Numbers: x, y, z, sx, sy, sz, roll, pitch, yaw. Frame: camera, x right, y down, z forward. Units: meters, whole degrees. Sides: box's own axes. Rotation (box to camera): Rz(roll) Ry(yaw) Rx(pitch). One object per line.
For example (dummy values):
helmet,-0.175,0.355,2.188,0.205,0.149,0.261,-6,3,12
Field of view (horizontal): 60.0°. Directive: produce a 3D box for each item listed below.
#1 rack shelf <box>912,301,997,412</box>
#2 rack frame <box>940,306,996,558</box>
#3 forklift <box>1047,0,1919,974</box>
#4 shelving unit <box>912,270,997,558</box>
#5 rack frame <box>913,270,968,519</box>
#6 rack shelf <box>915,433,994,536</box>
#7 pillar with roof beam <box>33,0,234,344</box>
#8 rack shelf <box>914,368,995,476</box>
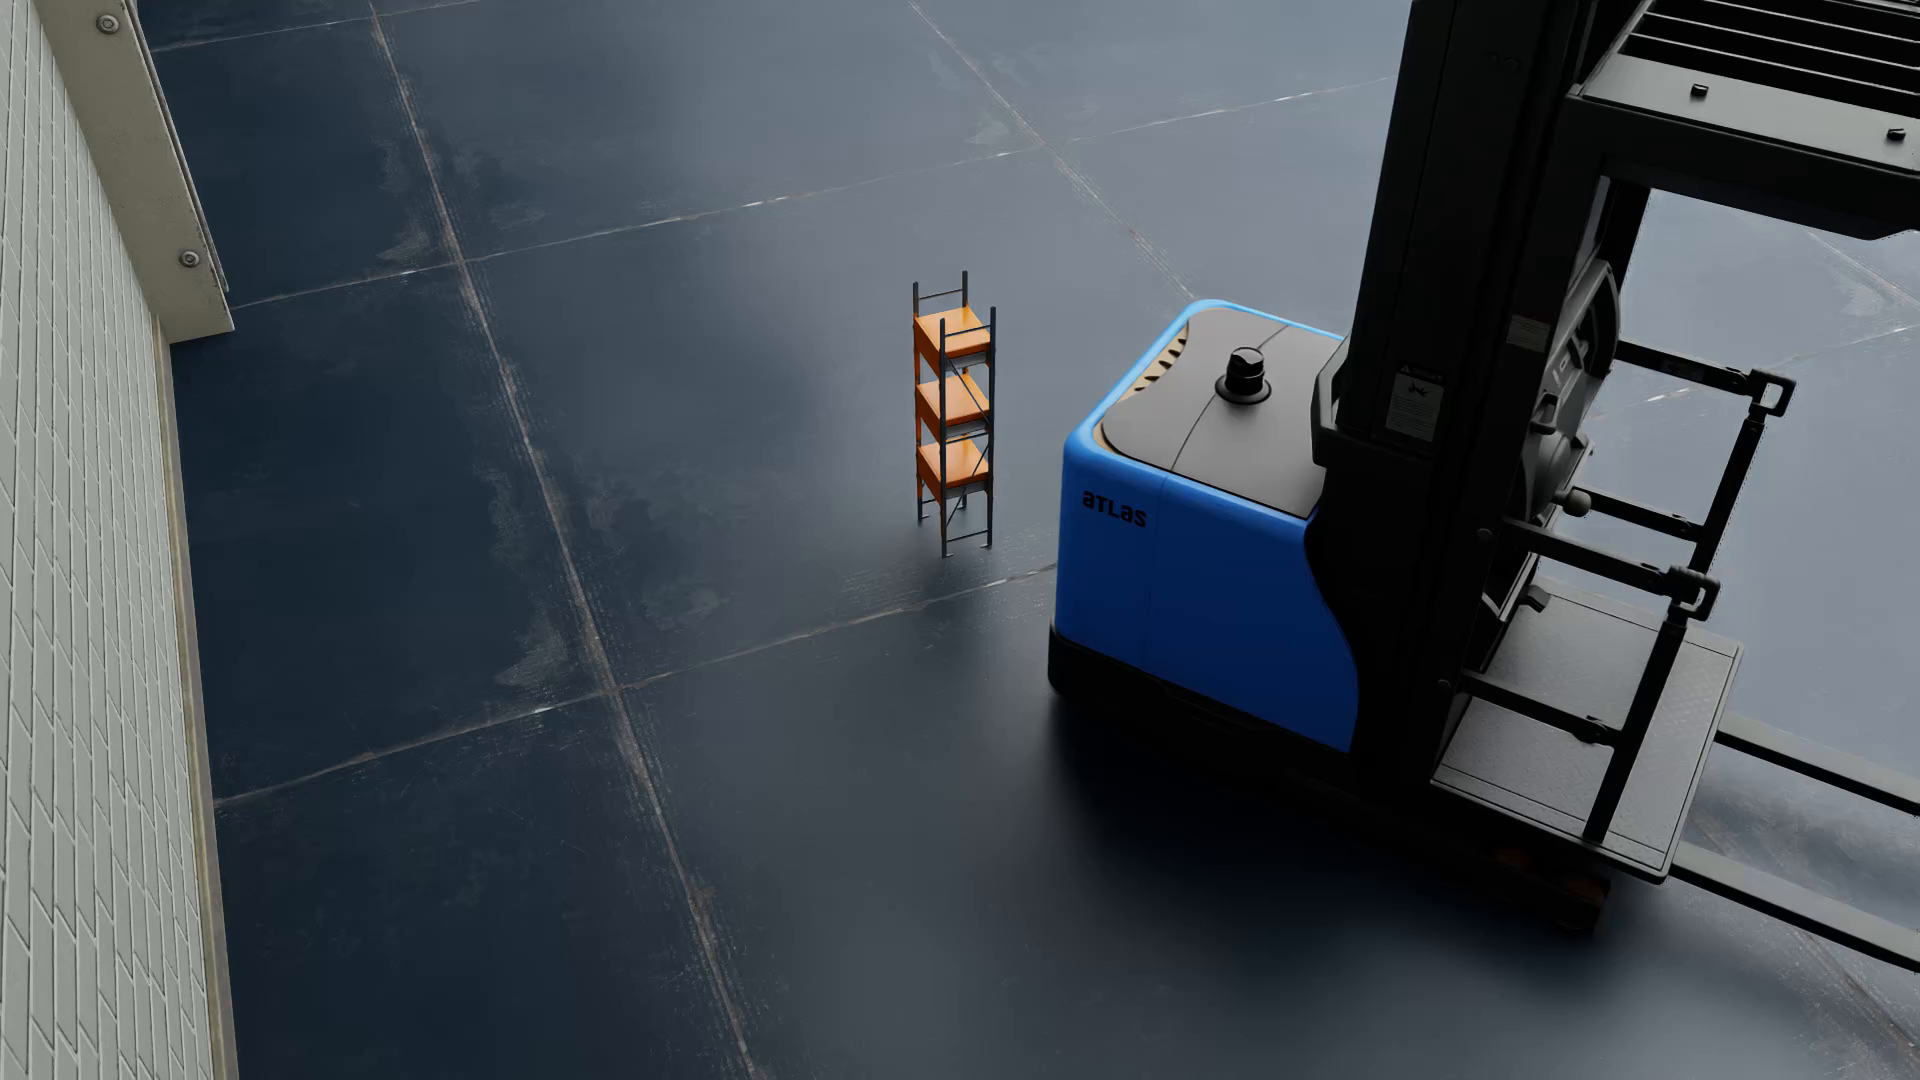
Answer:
rack shelf,-0.020,-0.637,5.767,0.215,0.259,0.240,-15,43,-17
rack frame,0.026,-0.357,5.860,0.200,1.050,0.008,-15,43,-17
forklift,1.824,-0.363,4.424,3.031,2.935,1.130,21,45,23
shelving unit,-0.020,-0.430,5.945,0.215,1.050,0.252,-15,43,-17
rack frame,-0.067,-0.504,6.031,0.200,1.050,0.008,-15,43,-17
rack shelf,-0.020,-0.212,6.133,0.215,0.259,0.240,-15,43,-17
pillar with roof beam,0.563,-5.490,5.732,9.100,9.000,0.400,-15,43,-17
rack shelf,-0.020,-0.422,5.952,0.215,0.259,0.240,-15,43,-17
